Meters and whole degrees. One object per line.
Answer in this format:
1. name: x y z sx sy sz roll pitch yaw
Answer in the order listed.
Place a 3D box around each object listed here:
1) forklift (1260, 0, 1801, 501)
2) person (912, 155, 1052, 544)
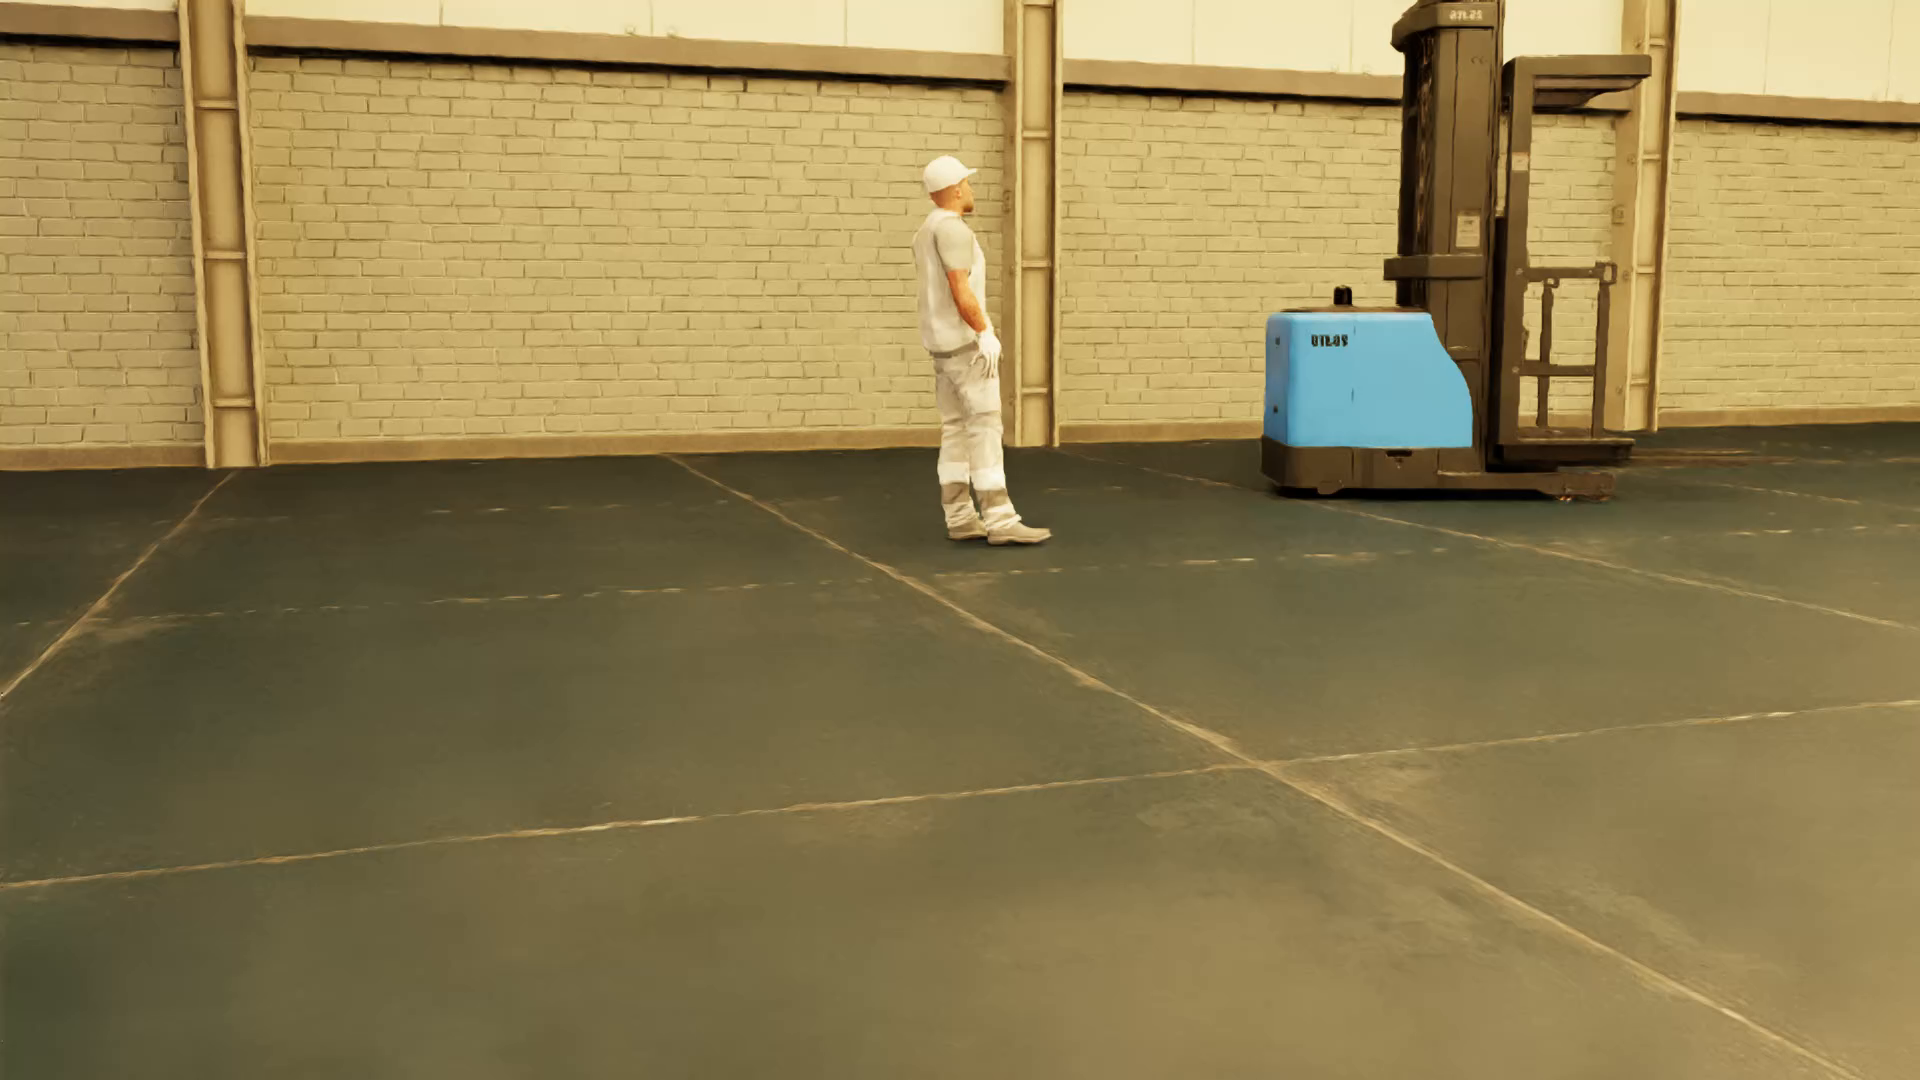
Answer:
1. forklift: 3.412 -1.750 9.915 3.031 2.935 1.130 0 8 1
2. person: 0.080 -0.895 7.817 0.563 1.787 0.637 -3 8 -18
